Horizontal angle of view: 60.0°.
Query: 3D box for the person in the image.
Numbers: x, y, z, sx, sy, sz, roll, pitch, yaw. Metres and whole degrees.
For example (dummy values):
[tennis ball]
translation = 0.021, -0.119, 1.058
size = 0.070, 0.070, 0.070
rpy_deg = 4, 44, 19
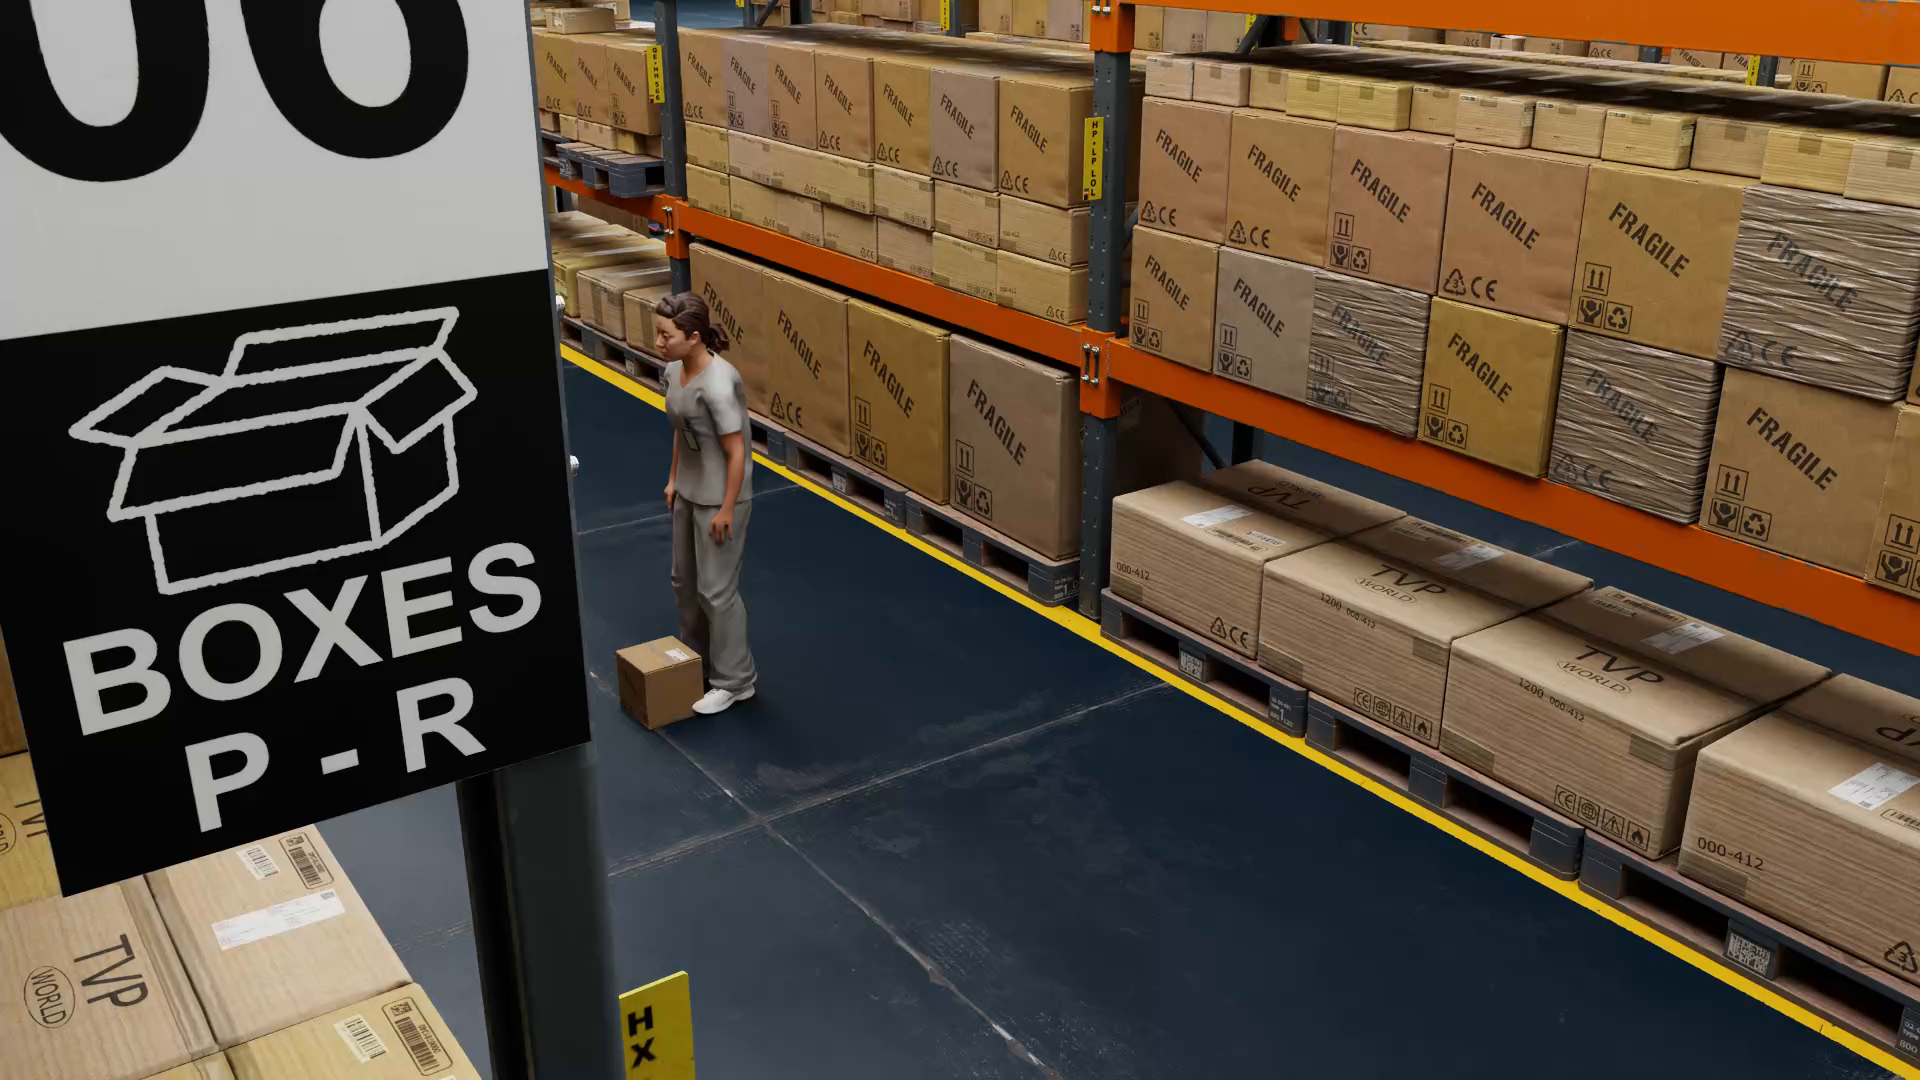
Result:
[person]
translation = -0.994, -0.151, 6.479
size = 0.355, 1.667, 0.491
rpy_deg = -15, 26, -33
